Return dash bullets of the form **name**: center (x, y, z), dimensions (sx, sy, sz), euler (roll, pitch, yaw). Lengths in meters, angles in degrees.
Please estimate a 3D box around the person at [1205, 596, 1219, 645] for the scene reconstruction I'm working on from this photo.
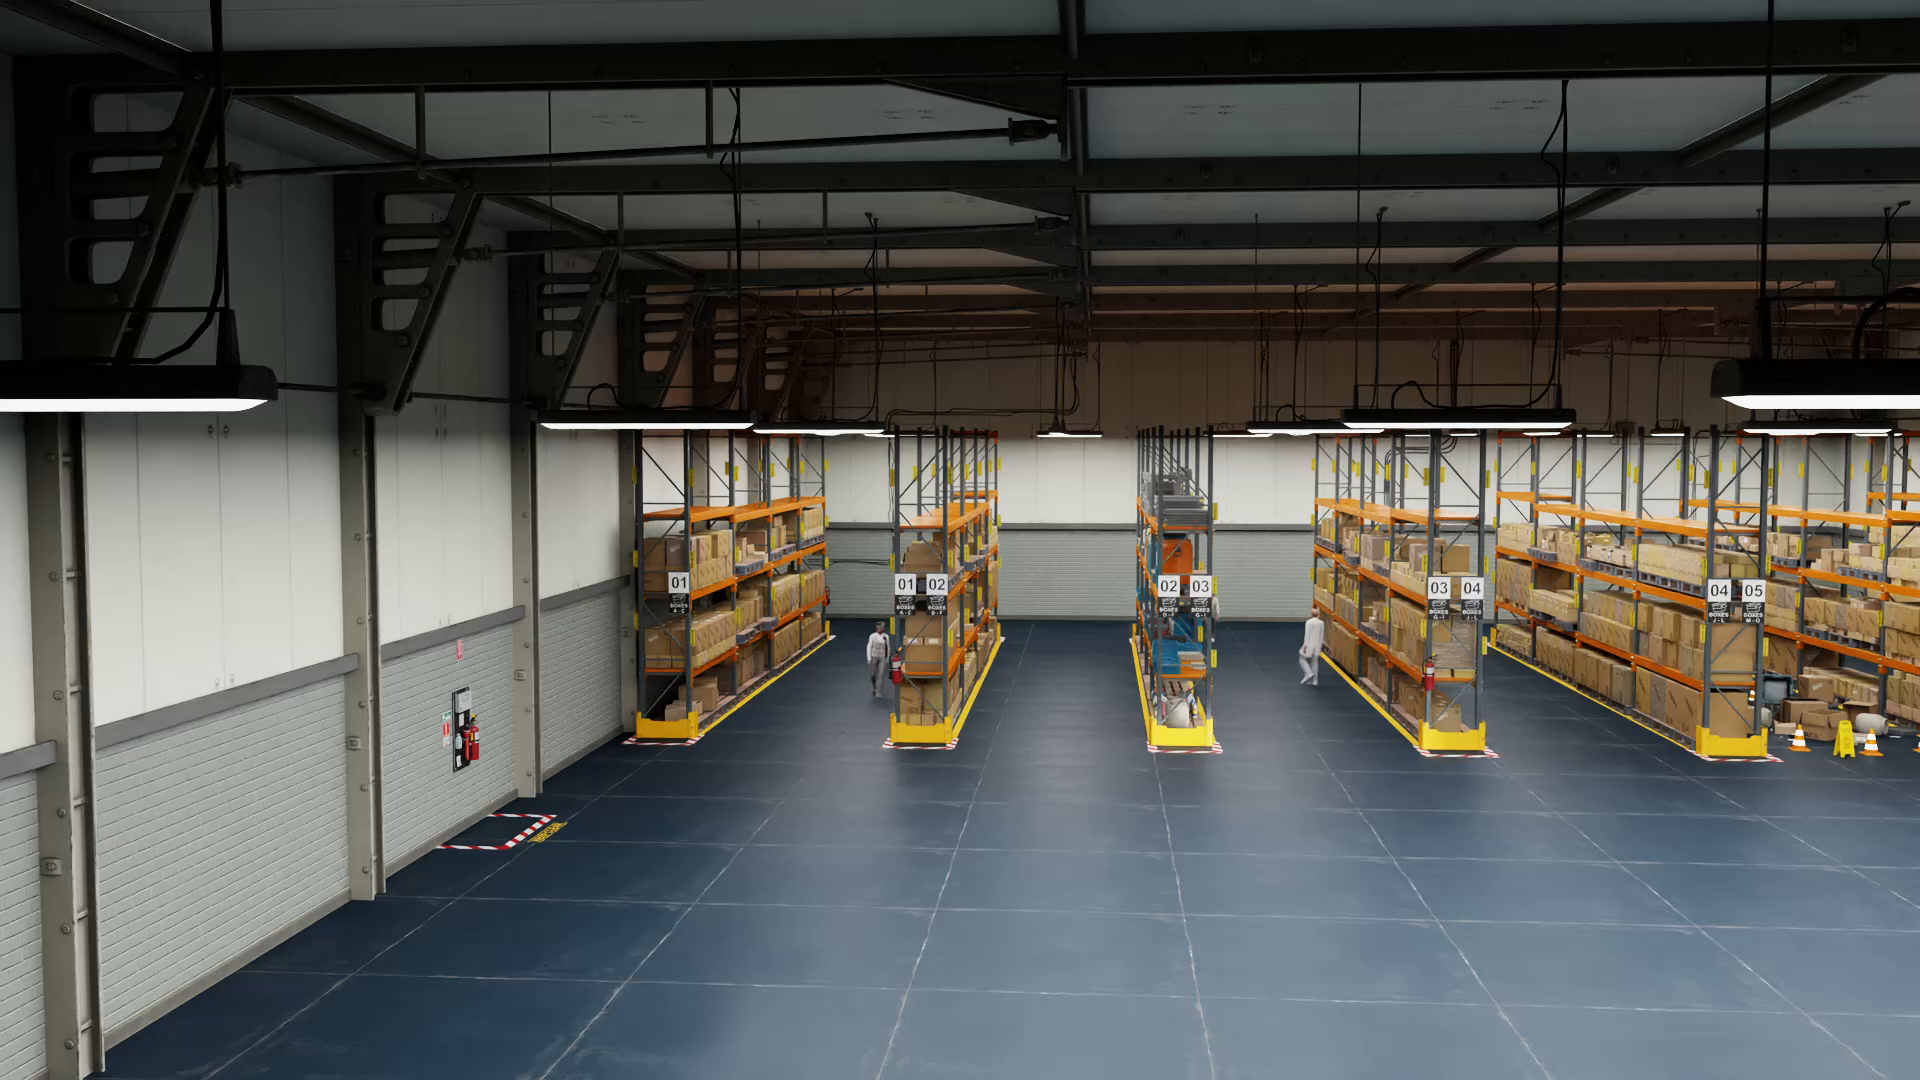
- **person**: center (7.036, 2.138, 46.441), dimensions (0.401, 1.539, 0.972), euler (0, 3, 3)

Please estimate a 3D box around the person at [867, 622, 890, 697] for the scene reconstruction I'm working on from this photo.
- **person**: center (-1.828, 2.670, 37.376), dimensions (0.562, 1.677, 0.733), euler (-1, 4, -13)

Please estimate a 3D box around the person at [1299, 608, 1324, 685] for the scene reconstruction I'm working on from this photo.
- **person**: center (8.232, 2.485, 38.827), dimensions (0.602, 1.775, 0.516), euler (-1, 3, -11)
